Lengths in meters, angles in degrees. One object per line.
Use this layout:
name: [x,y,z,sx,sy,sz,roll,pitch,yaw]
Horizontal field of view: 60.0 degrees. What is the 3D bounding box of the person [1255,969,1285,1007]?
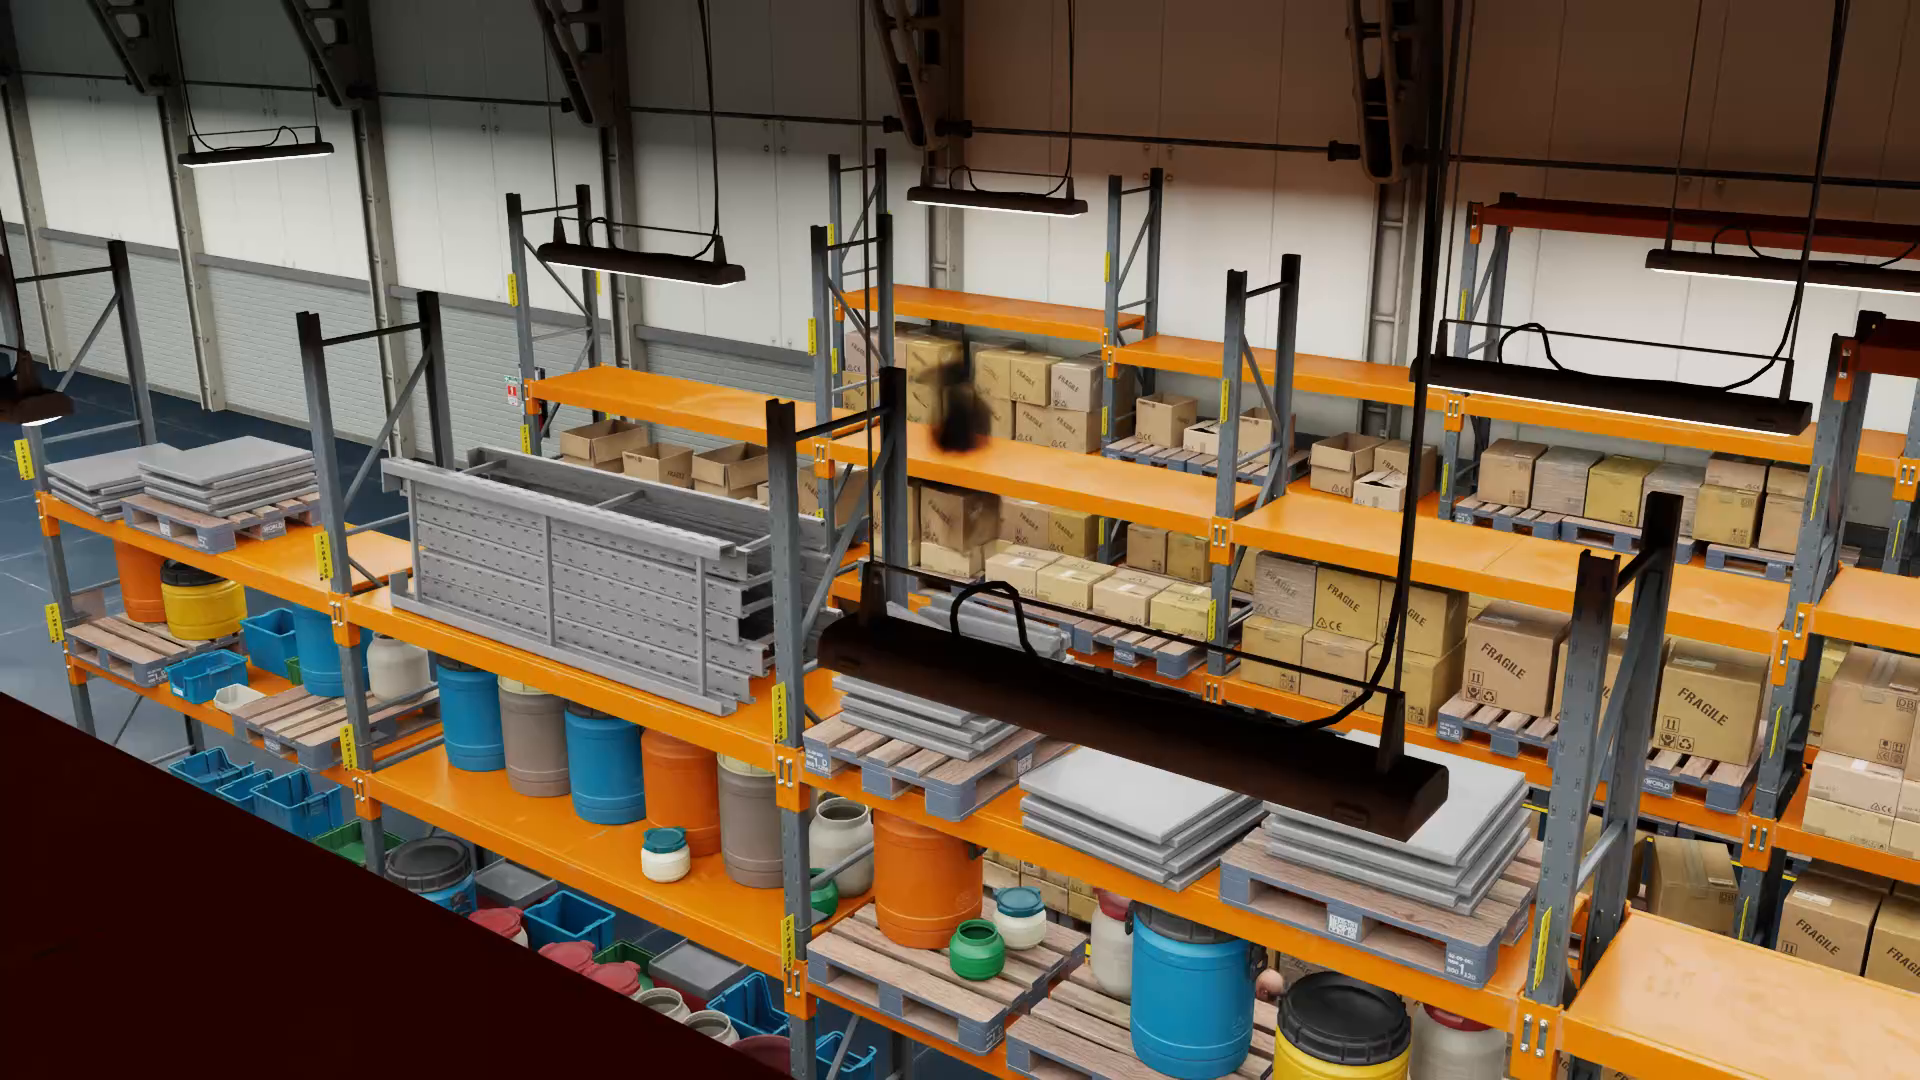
person: [2.085,3.712,11.286,0.866,1.776,0.633,12,22,32]
